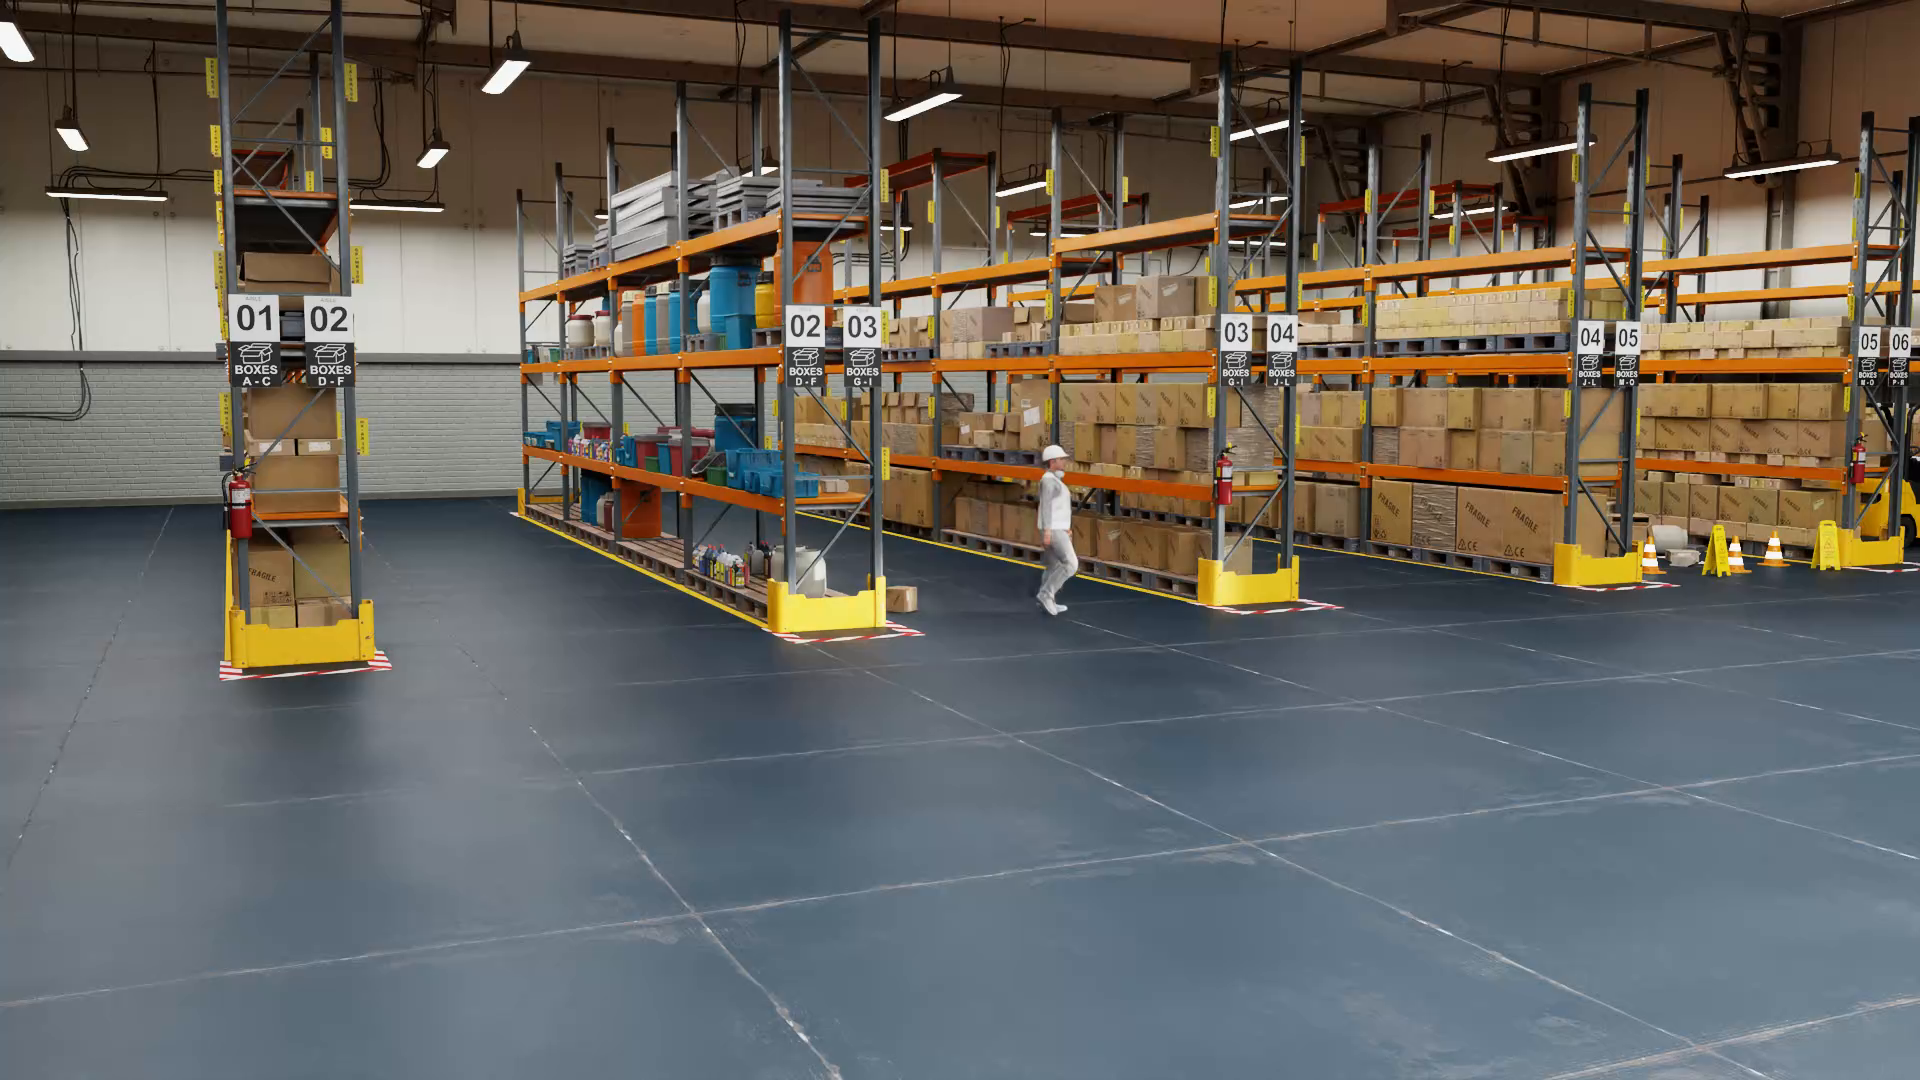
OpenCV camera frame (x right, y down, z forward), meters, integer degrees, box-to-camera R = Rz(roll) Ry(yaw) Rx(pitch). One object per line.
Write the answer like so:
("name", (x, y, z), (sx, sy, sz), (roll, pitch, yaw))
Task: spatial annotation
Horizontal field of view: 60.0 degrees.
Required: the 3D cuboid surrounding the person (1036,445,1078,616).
("person", (1.029, -0.102, 17.530), (0.438, 1.790, 0.546), (0, 5, 5))
